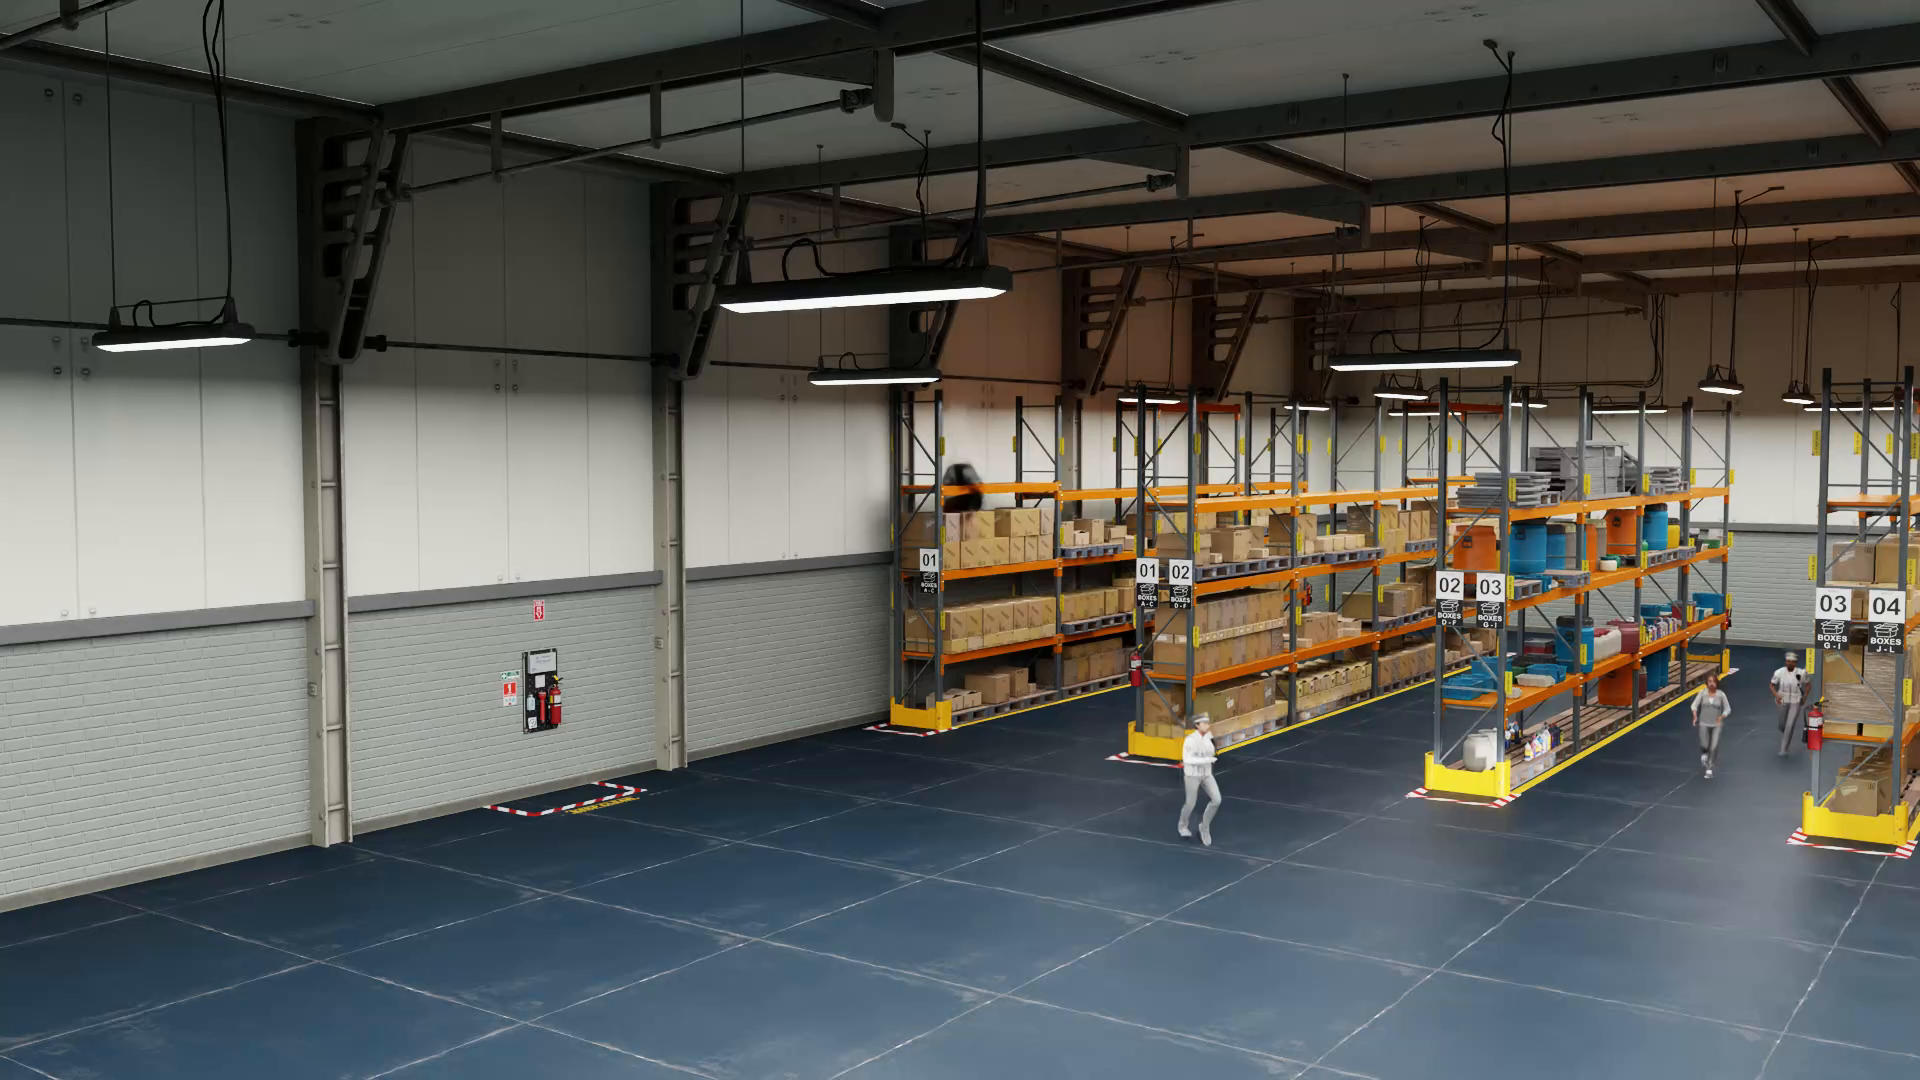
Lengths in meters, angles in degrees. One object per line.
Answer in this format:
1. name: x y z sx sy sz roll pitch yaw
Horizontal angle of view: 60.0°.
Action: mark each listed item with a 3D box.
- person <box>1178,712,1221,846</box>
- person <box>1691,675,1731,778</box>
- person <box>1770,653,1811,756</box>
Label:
1. person: 3.008 2.981 20.941 0.640 1.690 0.797 -2 4 -31
2. person: 11.377 2.821 25.205 0.547 1.565 0.541 1 4 24
3. person: 13.560 2.655 27.170 0.600 1.681 0.778 2 4 28
